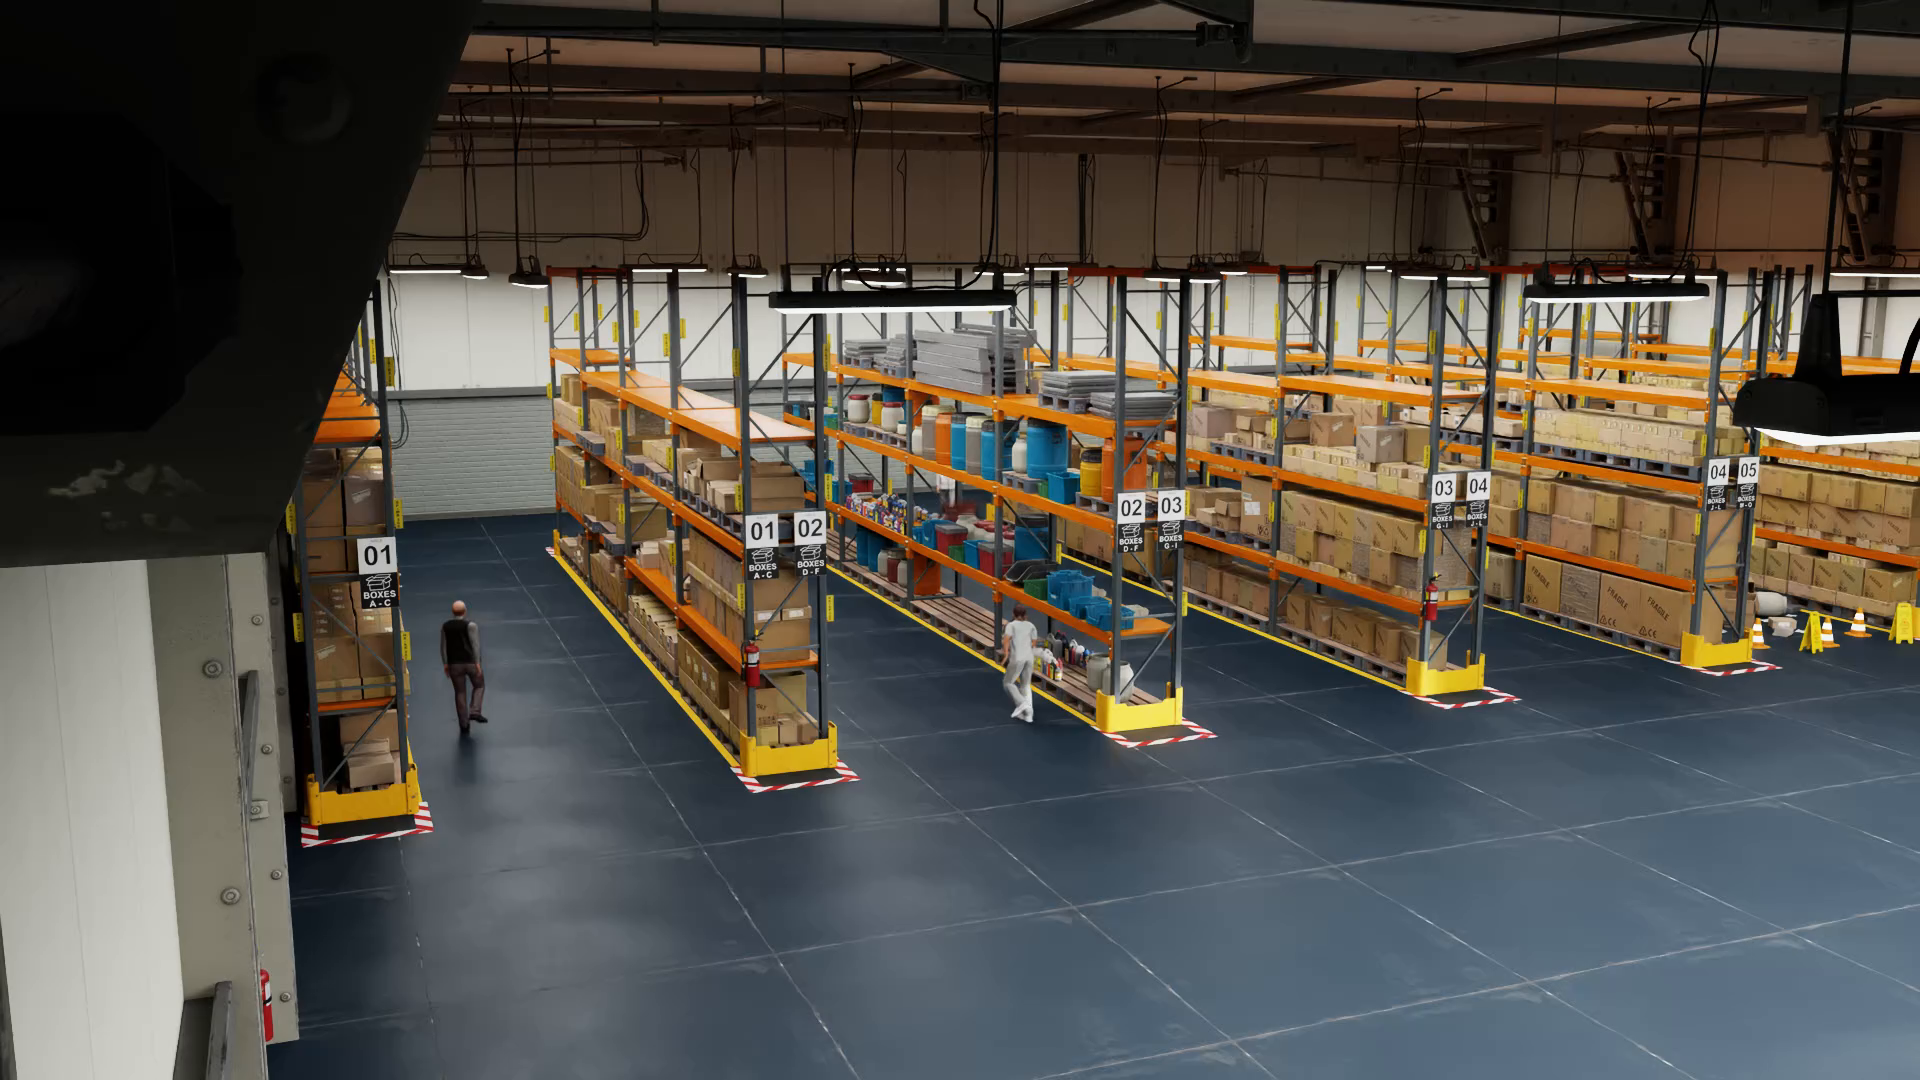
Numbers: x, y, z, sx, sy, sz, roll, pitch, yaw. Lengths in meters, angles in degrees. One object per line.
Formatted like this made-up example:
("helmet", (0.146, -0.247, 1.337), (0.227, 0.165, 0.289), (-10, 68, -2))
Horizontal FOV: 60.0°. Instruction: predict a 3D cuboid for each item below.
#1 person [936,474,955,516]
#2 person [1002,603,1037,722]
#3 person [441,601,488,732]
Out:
("person", (-0.276, -1.221, 38.580), (0.556, 1.730, 1.034), (0, 10, -1))
("person", (0.823, 1.658, 22.701), (0.555, 1.558, 0.722), (-4, 11, -22))
("person", (-6.606, 1.666, 22.104), (0.571, 1.709, 0.464), (-1, 10, -8))
